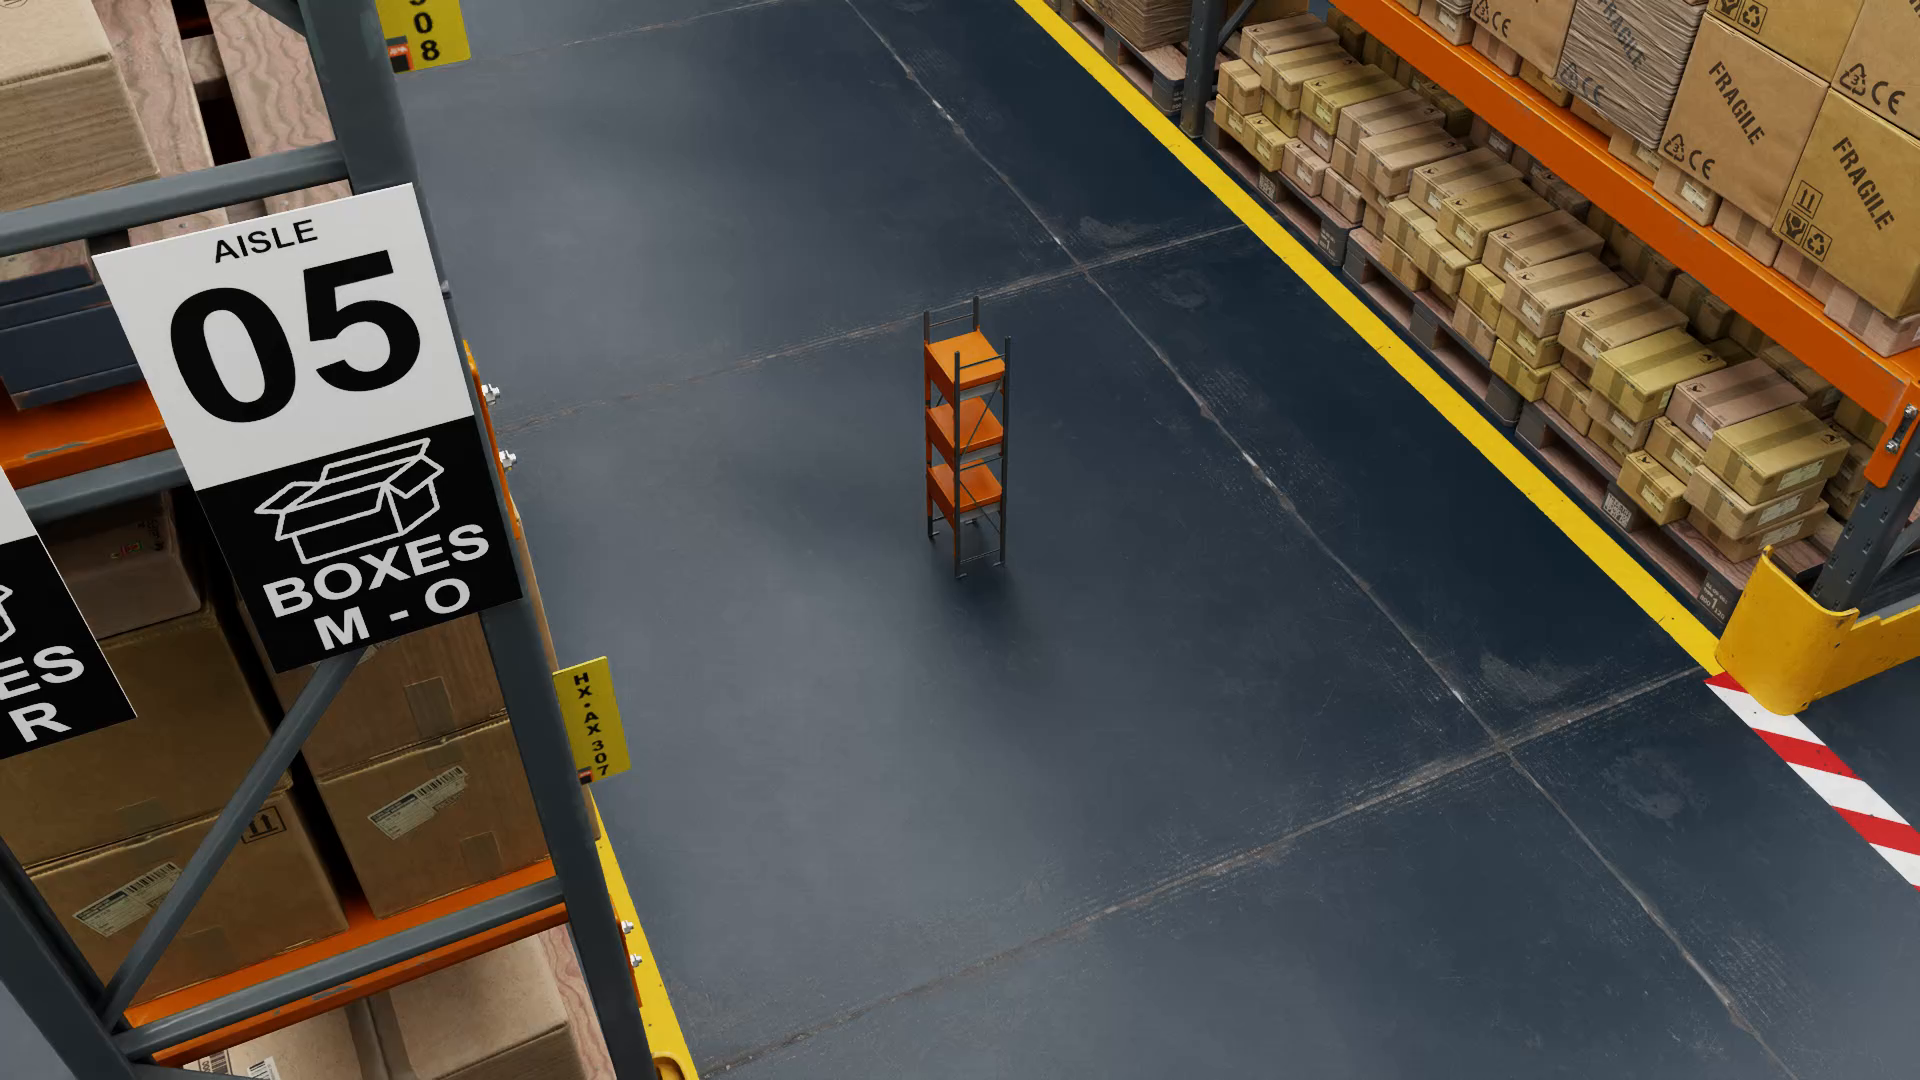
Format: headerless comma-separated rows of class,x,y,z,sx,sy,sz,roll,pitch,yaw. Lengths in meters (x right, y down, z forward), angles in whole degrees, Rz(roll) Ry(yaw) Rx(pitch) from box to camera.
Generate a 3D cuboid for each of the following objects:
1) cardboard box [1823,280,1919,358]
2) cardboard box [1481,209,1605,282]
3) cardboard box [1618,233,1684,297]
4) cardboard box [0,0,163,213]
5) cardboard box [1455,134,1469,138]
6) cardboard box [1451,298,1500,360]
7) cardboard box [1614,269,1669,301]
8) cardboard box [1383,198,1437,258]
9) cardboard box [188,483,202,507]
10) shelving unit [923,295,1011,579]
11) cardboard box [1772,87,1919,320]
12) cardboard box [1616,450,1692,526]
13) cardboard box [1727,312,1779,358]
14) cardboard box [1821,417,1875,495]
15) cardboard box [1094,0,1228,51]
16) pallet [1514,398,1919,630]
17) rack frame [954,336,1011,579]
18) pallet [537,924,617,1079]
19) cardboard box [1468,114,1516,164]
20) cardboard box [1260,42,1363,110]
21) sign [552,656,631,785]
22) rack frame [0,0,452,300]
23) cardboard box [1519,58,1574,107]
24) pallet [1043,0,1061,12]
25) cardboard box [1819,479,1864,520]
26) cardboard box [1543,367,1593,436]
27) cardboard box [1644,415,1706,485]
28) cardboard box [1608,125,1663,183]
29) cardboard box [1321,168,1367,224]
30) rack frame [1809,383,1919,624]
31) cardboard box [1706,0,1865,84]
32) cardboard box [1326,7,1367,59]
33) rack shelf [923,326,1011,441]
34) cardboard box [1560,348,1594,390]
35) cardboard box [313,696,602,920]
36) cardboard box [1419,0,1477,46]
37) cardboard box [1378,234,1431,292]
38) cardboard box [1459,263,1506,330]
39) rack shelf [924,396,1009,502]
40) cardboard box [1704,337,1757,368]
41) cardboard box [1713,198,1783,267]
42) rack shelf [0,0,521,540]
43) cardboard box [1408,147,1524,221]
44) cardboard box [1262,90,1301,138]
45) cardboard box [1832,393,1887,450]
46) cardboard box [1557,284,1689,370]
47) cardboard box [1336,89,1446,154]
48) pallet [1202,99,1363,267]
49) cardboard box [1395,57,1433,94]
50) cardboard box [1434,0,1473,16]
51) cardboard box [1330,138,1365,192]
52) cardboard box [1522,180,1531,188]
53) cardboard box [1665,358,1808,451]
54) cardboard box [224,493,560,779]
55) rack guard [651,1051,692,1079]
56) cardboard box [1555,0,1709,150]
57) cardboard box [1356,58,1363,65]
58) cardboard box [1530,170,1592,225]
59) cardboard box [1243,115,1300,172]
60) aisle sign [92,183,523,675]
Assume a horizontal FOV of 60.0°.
cardboard box,2.866,-0.724,5.027,0.380,0.149,0.250,-18,47,-17
cardboard box,2.304,-1.142,6.579,0.380,0.149,0.250,-20,48,-19
cardboard box,2.845,-1.122,6.558,0.380,0.149,0.250,-16,47,-16
cardboard box,-1.460,-0.623,2.346,0.500,0.250,0.500,-22,49,-21
cardboard box,2.269,-1.849,7.507,0.380,0.149,0.250,-18,47,-17
cardboard box,2.240,-0.903,6.760,0.380,0.149,0.250,-17,47,-17
cardboard box,2.818,-0.997,6.644,0.380,0.149,0.250,-20,48,-19
cardboard box,2.017,-1.339,6.991,0.380,0.149,0.250,-18,48,-18
cardboard box,-1.262,-0.239,3.112,0.380,0.149,0.250,-17,47,-16
shelving unit,0.022,-0.340,5.847,0.215,1.050,0.252,-18,47,-17
cardboard box,2.837,-1.041,4.886,0.500,0.500,0.500,-17,47,-17
cardboard box,2.649,-0.232,6.080,0.380,0.149,0.250,-17,47,-16
cardboard box,3.133,-0.808,6.241,0.380,0.149,0.250,-18,47,-18
cardboard box,3.272,-0.340,5.977,0.380,0.149,0.250,-16,47,-16
cardboard box,1.038,-2.895,8.529,0.500,0.500,0.500,-19,48,-18
pallet,2.918,-0.273,6.377,1.003,0.211,1.213,-18,47,-17
rack frame,0.074,-0.262,5.768,0.200,1.050,0.008,-18,47,-17
pallet,-1.596,1.343,4.739,1.003,0.211,1.213,-18,47,-17
cardboard box,2.454,-1.794,7.239,0.380,0.149,0.250,-20,48,-19
cardboard box,1.597,-2.111,7.561,0.380,0.149,0.250,-16,47,-15
sign,-0.683,0.341,3.096,0.100,0.325,0.005,-18,47,-17
rack frame,-1.189,-1.298,1.159,1.000,3.000,0.127,-18,47,-17
cardboard box,2.278,-1.735,6.052,0.380,0.149,0.250,-17,47,-17
pallet,0.732,-3.520,9.667,1.003,0.211,1.213,-18,47,-17
cardboard box,3.330,-0.252,6.101,0.380,0.149,0.250,-17,47,-17
cardboard box,2.500,-0.579,6.432,0.380,0.149,0.250,-18,47,-17
cardboard box,2.718,-0.364,6.003,0.380,0.149,0.250,-19,48,-18
cardboard box,2.464,-1.381,5.693,0.380,0.149,0.250,-20,48,-19
cardboard box,1.855,-1.586,7.453,0.380,0.149,0.250,-19,48,-18
rack frame,3.260,-0.689,4.813,1.000,3.000,0.127,-18,47,-17
cardboard box,2.628,-1.728,4.870,0.500,0.500,0.500,-20,48,-19
cardboard box,1.964,-2.435,7.889,0.380,0.149,0.250,-17,47,-16
rack shelf,0.022,-0.534,5.655,0.215,0.259,0.240,-18,47,-17
cardboard box,2.539,-0.714,6.357,0.380,0.149,0.250,-19,48,-18
cardboard box,-1.130,0.411,3.627,0.500,0.500,0.500,-18,48,-18
cardboard box,1.998,-2.047,6.368,0.380,0.149,0.250,-16,47,-16
cardboard box,2.022,-1.231,7.093,0.380,0.149,0.250,-19,48,-18
cardboard box,2.238,-1.008,6.654,0.380,0.149,0.250,-16,47,-15
rack shelf,0.022,-0.332,5.854,0.215,0.259,0.240,-18,47,-17
cardboard box,3.025,-0.661,6.303,0.380,0.149,0.250,-17,47,-17
cardboard box,2.676,-1.049,5.356,0.380,0.149,0.250,-18,48,-18
rack shelf,-2.030,-1.249,3.757,1.077,0.370,4.000,-18,47,-17
cardboard box,2.100,-1.469,6.911,0.380,0.149,0.250,-20,48,-19
cardboard box,1.628,-2.019,7.679,0.380,0.149,0.250,-18,47,-17
cardboard box,3.348,-0.470,5.898,0.380,0.149,0.250,-20,48,-19
cardboard box,2.478,-0.787,6.219,0.380,0.149,0.250,-20,48,-19
cardboard box,1.878,-1.805,7.251,0.380,0.149,0.250,-19,48,-18
pallet,1.892,-1.828,7.952,1.003,0.211,1.213,-18,47,-17
cardboard box,2.218,-2.127,7.577,0.380,0.149,0.250,-18,48,-18
cardboard box,1.951,-2.345,6.208,0.500,0.500,0.500,-19,48,-18
cardboard box,1.874,-1.701,7.357,0.380,0.149,0.250,-20,48,-19
cardboard box,2.488,-1.516,7.169,0.380,0.149,0.250,-20,48,-19
cardboard box,2.754,-0.475,5.903,0.380,0.149,0.250,-17,47,-17
cardboard box,-1.132,0.055,3.275,0.500,0.500,0.500,-19,48,-18
rack guard,-1.179,1.742,4.129,1.175,0.500,0.348,-18,47,-17
cardboard box,2.403,-1.691,5.545,0.500,0.500,0.500,-18,47,-17
cardboard box,1.999,-2.372,8.037,0.380,0.149,0.250,-17,47,-17
cardboard box,2.584,-1.435,6.876,0.380,0.149,0.250,-18,47,-17
cardboard box,1.551,-1.876,7.747,0.380,0.149,0.250,-17,47,-16
aisle sign,-0.896,-0.128,2.393,0.394,0.787,0.004,-18,47,-17
